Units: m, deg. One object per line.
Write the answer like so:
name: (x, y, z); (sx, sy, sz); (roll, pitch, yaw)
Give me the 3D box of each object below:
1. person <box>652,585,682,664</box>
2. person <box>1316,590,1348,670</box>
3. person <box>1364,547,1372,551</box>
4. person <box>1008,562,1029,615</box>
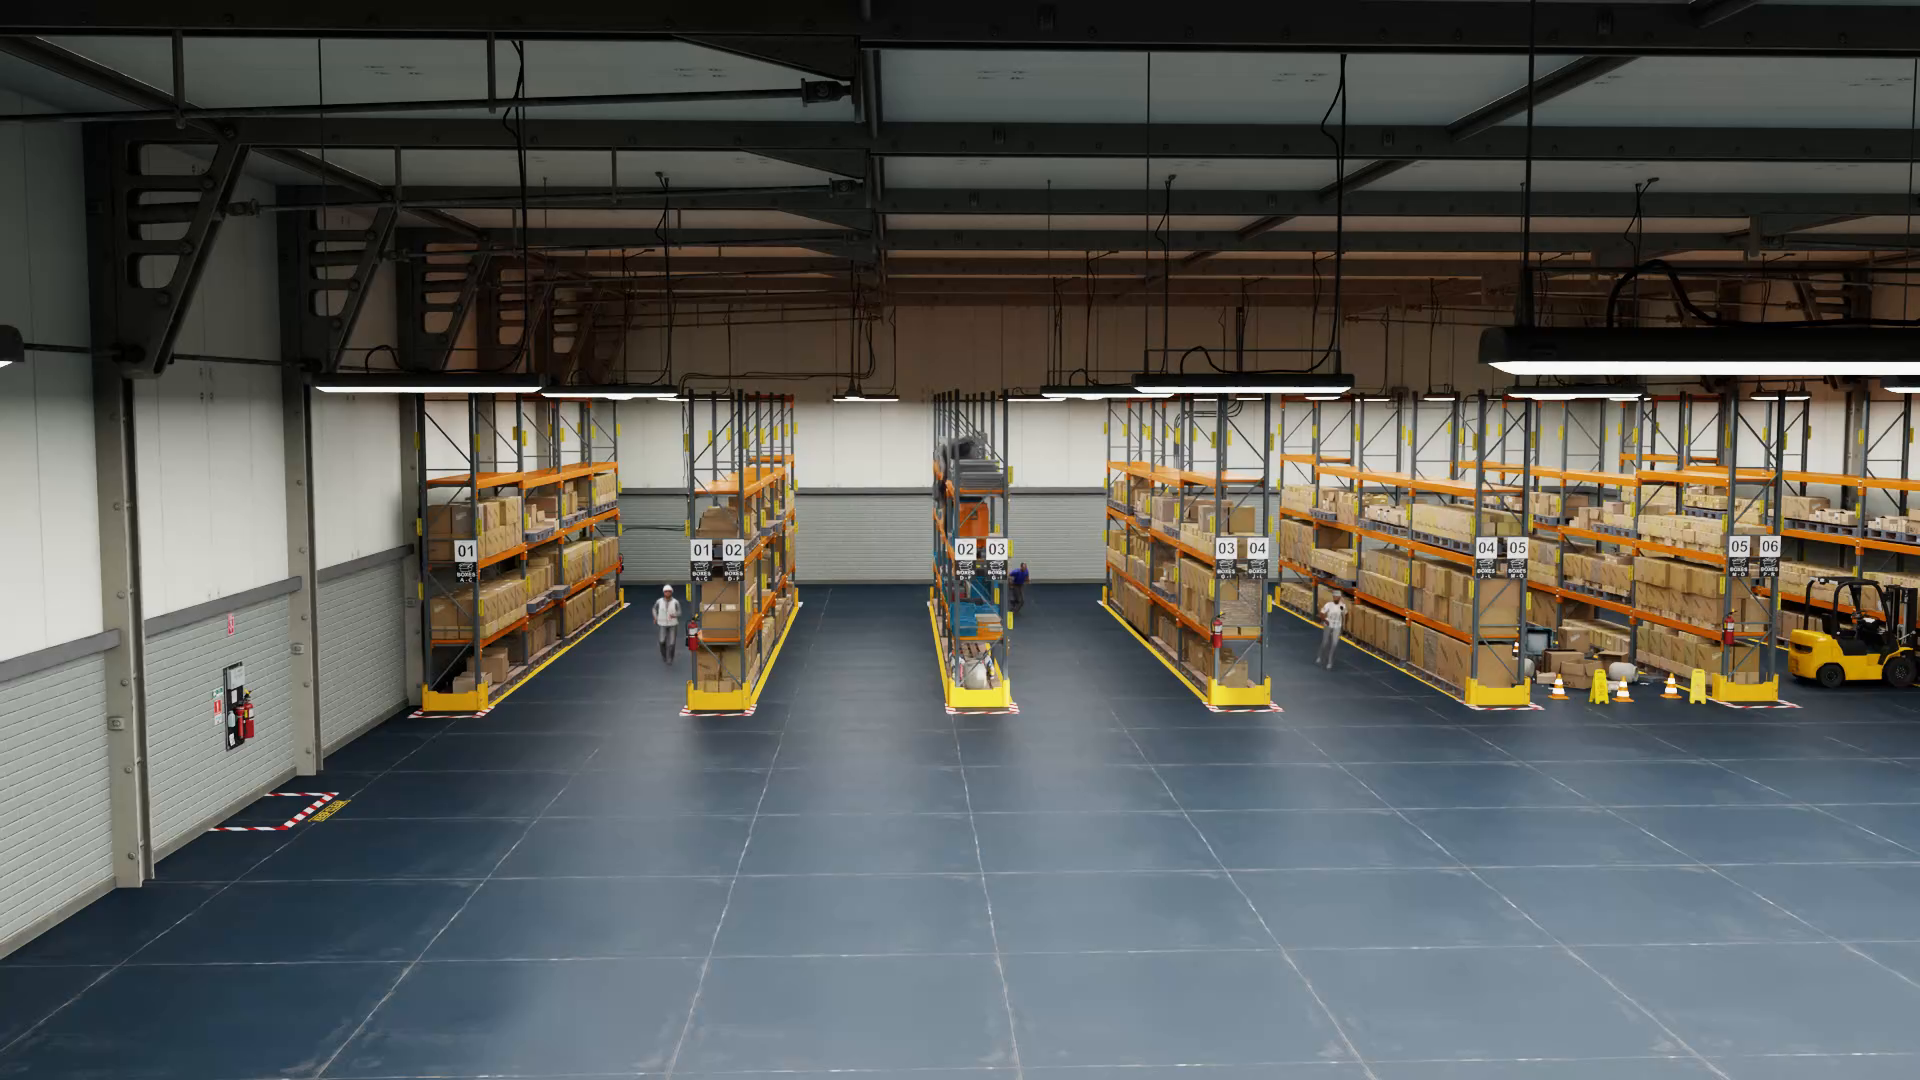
person: (-6.441, 1.859, 36.524); (0.655, 1.732, 0.646); (0, 5, -6)
person: (8.135, 1.941, 36.263); (0.682, 1.716, 0.780); (1, 5, 7)
person: (11.456, 1.072, 46.215); (0.664, 1.743, 0.859); (-1, 5, -18)
person: (1.564, 1.310, 45.329); (0.585, 1.467, 0.832); (-2, 5, -26)
